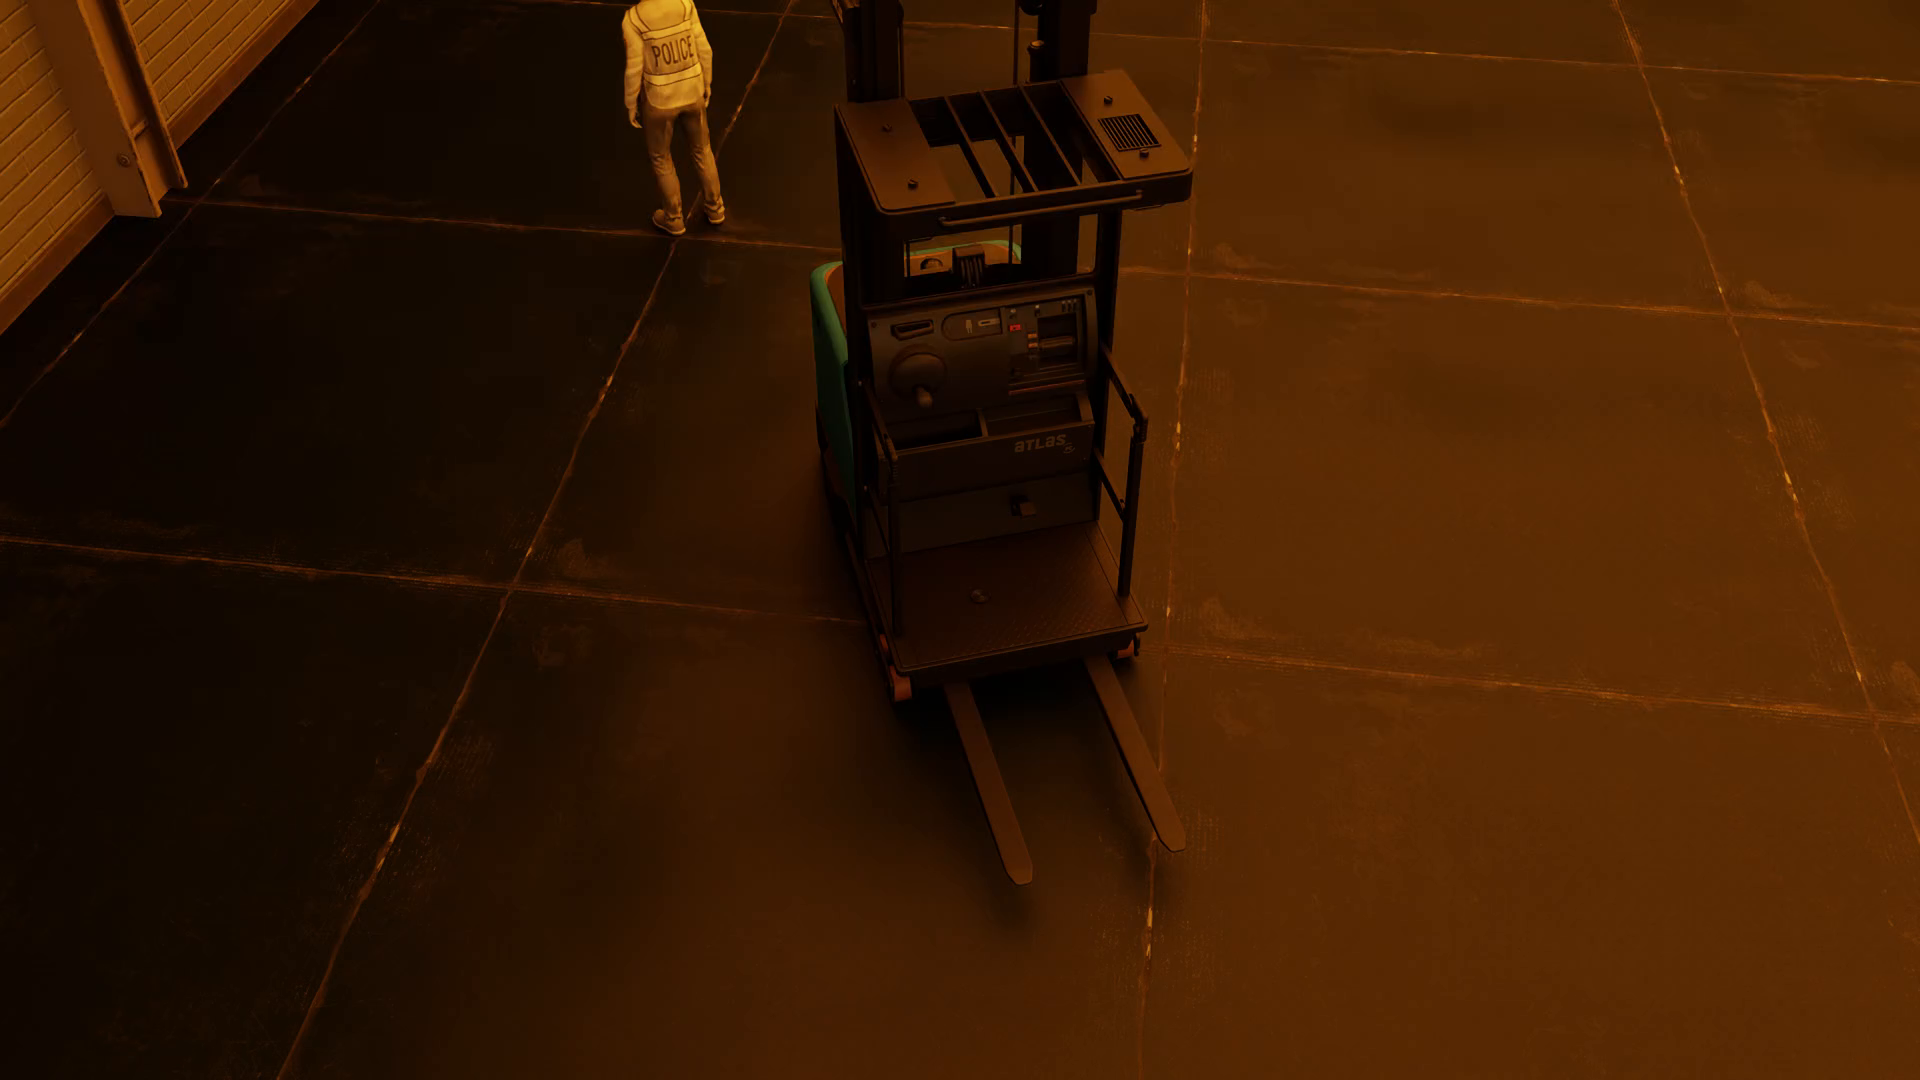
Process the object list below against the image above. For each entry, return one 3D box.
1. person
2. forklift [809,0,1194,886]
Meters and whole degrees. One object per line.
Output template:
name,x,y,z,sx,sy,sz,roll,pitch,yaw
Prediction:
person,-1.634,-2.500,9.384,0.547,1.664,0.375,-23,47,-23
forklift,0.153,-0.681,6.465,1.130,2.935,3.031,-10,44,-11
